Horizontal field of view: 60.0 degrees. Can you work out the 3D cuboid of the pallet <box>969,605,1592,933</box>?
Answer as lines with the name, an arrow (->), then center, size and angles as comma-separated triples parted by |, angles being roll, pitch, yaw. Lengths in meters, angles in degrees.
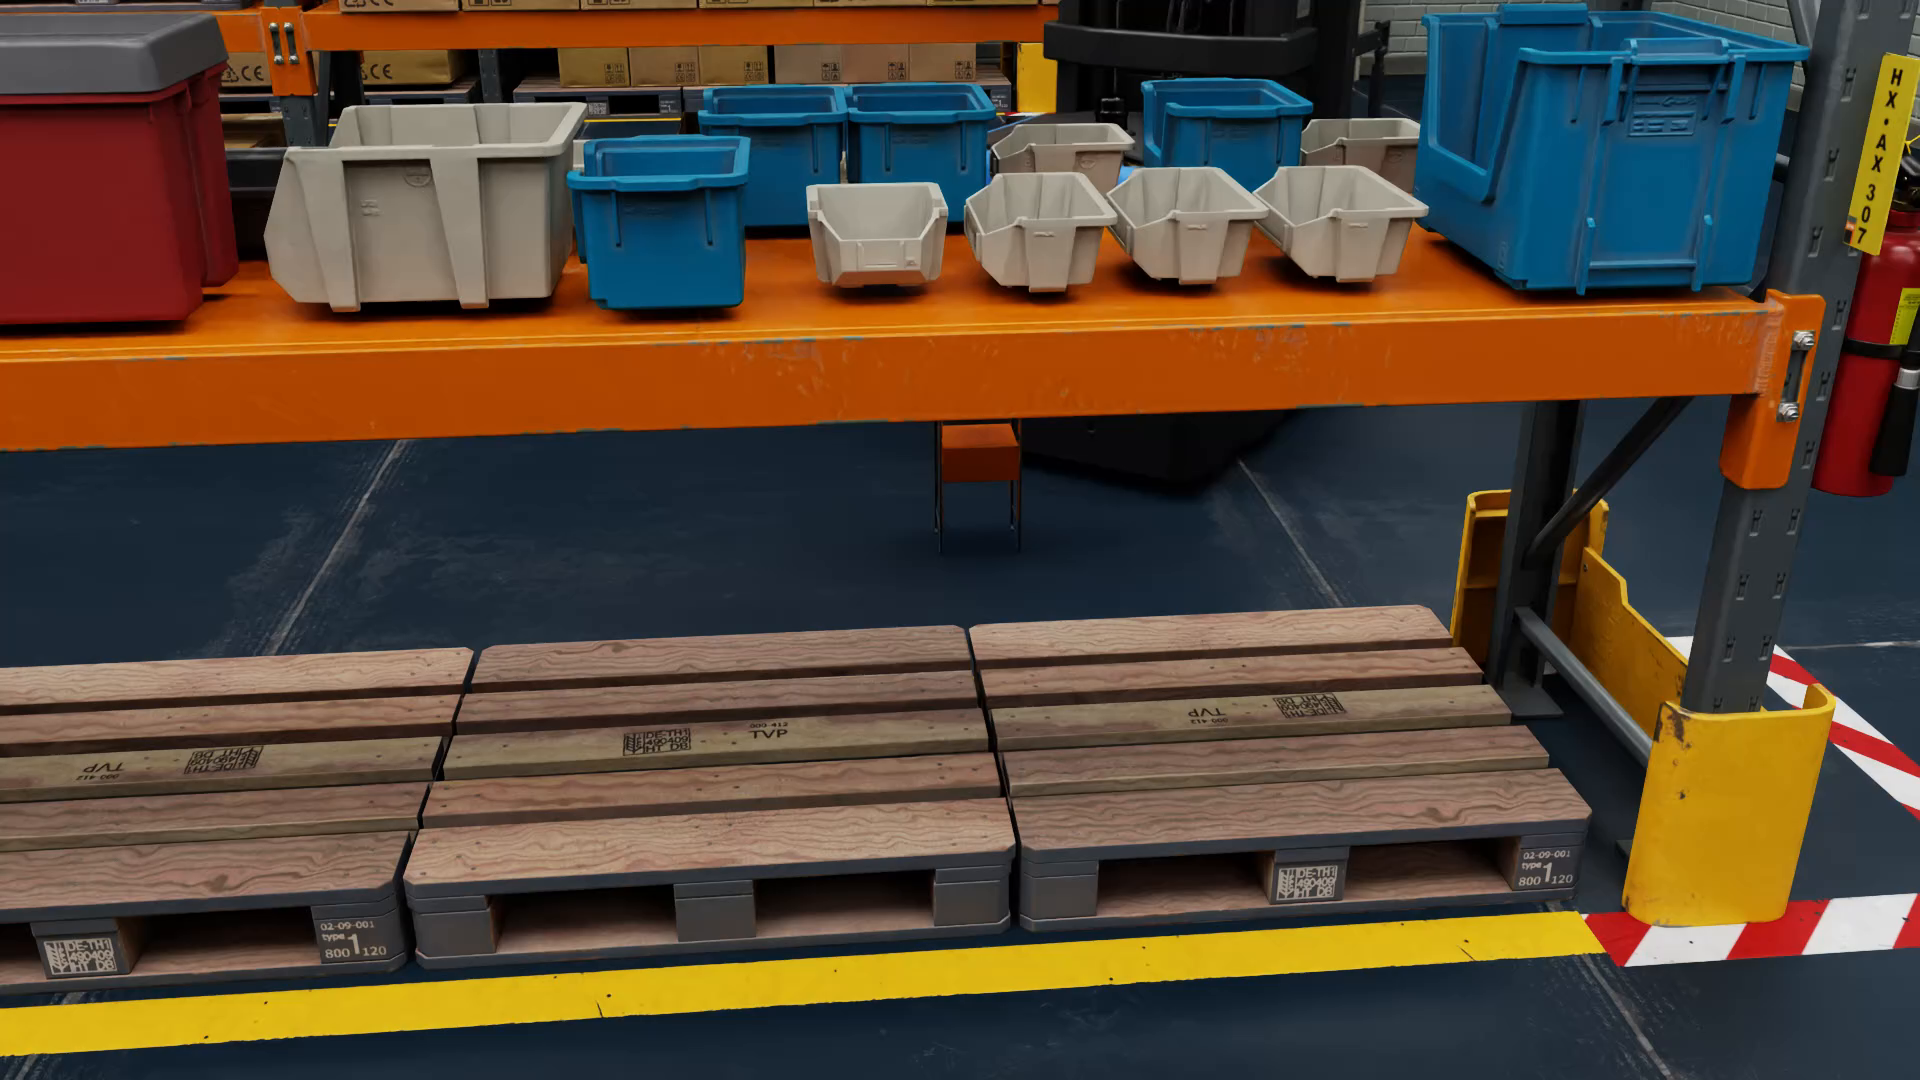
pallet -> 0.673, 0.489, 3.889 | 1.213, 0.211, 1.003 | -2, 24, -5

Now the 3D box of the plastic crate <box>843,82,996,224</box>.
plastic crate -> -0.091, -0.824, 3.542 | 0.300, 0.233, 0.416 | -2, 24, -5

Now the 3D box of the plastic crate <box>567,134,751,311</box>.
plastic crate -> -0.521, -0.567, 2.966 | 0.300, 0.233, 0.416 | -2, 24, -5

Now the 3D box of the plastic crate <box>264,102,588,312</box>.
plastic crate -> -0.945, -0.602, 2.984 | 0.530, 0.282, 0.437 | -2, 24, -5

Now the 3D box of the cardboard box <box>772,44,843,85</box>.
cardboard box -> -1.161, -3.747, 12.549 | 0.500, 0.500, 0.700 | -3, 24, -7

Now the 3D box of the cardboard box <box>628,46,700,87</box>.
cardboard box -> -2.202, -3.704, 12.450 | 0.500, 0.500, 0.700 | -3, 24, -6

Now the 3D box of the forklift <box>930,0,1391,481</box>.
forklift -> 1.063, -2.093, 6.350 | 1.130, 2.935, 3.031 | 13, 27, 27

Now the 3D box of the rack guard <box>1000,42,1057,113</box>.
rack guard -> 0.548, -3.665, 12.881 | 0.348, 0.500, 1.175 | -2, 24, -5

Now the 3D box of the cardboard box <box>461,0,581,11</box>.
cardboard box -> -1.923, -2.622, 7.334 | 0.500, 0.500, 0.500 | -2, 24, -4

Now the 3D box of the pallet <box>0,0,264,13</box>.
pallet -> -3.772, -2.569, 7.574 | 1.213, 0.211, 1.003 | -2, 24, -5

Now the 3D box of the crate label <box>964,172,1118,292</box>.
crate label -> 0.139, -0.577, 3.105 | 0.243, 0.136, 0.396 | -2, 24, -5

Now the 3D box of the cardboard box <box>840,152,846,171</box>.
cardboard box -> -0.549, -1.802, 8.455 | 0.500, 0.250, 0.500 | -2, 24, -5

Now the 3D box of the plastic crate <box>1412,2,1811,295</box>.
plastic crate -> 1.183, -0.757, 3.142 | 0.499, 0.435, 0.616 | -2, 24, -5

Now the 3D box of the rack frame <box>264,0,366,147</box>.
rack frame -> -2.966, -2.645, 7.507 | 0.127, 3.000, 1.000 | -2, 24, -5

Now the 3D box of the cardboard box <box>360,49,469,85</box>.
cardboard box -> -4.091, -3.778, 12.186 | 0.750, 0.750, 0.750 | -2, 24, -5

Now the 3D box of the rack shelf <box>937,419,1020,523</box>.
rack shelf -> 0.053, -0.218, 5.159 | 0.240, 0.259, 0.215 | -2, 24, -5

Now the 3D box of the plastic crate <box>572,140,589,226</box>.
plastic crate -> -0.779, -0.740, 3.473 | 0.466, 0.136, 0.293 | -2, 24, -5

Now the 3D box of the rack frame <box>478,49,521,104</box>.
rack frame -> -3.457, -4.647, 12.012 | 0.127, 3.000, 1.000 | -2, 24, -5

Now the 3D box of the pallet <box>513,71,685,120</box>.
pallet -> -2.692, -3.371, 12.575 | 1.213, 0.211, 1.003 | -2, 24, -5

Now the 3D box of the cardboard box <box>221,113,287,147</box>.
cardboard box -> -3.471, -1.783, 8.104 | 0.500, 0.500, 0.500 | -3, 24, -8

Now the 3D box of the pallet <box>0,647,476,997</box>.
pallet -> -1.755, 0.587, 3.670 | 1.213, 0.211, 1.003 | -2, 24, -5

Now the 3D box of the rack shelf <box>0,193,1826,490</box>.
rack shelf -> -0.493, -0.394, 3.328 | 4.000, 0.370, 1.077 | -2, 24, -5

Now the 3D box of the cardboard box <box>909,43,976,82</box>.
cardboard box -> -0.163, -3.788, 12.639 | 0.500, 0.500, 0.700 | -2, 24, -5

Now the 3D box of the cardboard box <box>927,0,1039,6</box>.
cardboard box -> 0.080, -2.700, 7.509 | 0.500, 0.500, 0.500 | -2, 24, -5

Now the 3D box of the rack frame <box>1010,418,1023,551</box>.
rack frame -> 0.175, -0.487, 5.053 | 0.008, 1.050, 0.200 | -2, 24, -5

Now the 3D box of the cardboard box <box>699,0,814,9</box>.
cardboard box -> -0.919, -2.662, 7.424 | 0.500, 0.500, 0.500 | -3, 24, -6

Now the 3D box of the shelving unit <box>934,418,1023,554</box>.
shelving unit -> 0.053, -0.482, 5.042 | 0.252, 1.050, 0.215 | -2, 24, -5

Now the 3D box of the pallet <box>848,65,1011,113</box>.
pallet -> -0.264, -3.469, 12.794 | 1.213, 0.211, 1.003 | -2, 24, -5

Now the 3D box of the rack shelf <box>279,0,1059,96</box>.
rack shelf -> -0.976, -2.396, 7.833 | 4.000, 0.370, 1.077 | -2, 24, -5

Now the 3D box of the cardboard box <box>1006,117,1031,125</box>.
cardboard box -> 0.498, -1.742, 8.012 | 0.500, 0.500, 0.500 | -2, 24, -5

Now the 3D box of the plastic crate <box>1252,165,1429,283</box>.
plastic crate -> 0.704, -0.603, 3.165 | 0.243, 0.136, 0.396 | -2, 24, -5

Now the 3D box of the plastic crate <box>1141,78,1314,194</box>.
plastic crate -> 0.565, -0.850, 3.602 | 0.300, 0.233, 0.416 | -2, 24, -5
